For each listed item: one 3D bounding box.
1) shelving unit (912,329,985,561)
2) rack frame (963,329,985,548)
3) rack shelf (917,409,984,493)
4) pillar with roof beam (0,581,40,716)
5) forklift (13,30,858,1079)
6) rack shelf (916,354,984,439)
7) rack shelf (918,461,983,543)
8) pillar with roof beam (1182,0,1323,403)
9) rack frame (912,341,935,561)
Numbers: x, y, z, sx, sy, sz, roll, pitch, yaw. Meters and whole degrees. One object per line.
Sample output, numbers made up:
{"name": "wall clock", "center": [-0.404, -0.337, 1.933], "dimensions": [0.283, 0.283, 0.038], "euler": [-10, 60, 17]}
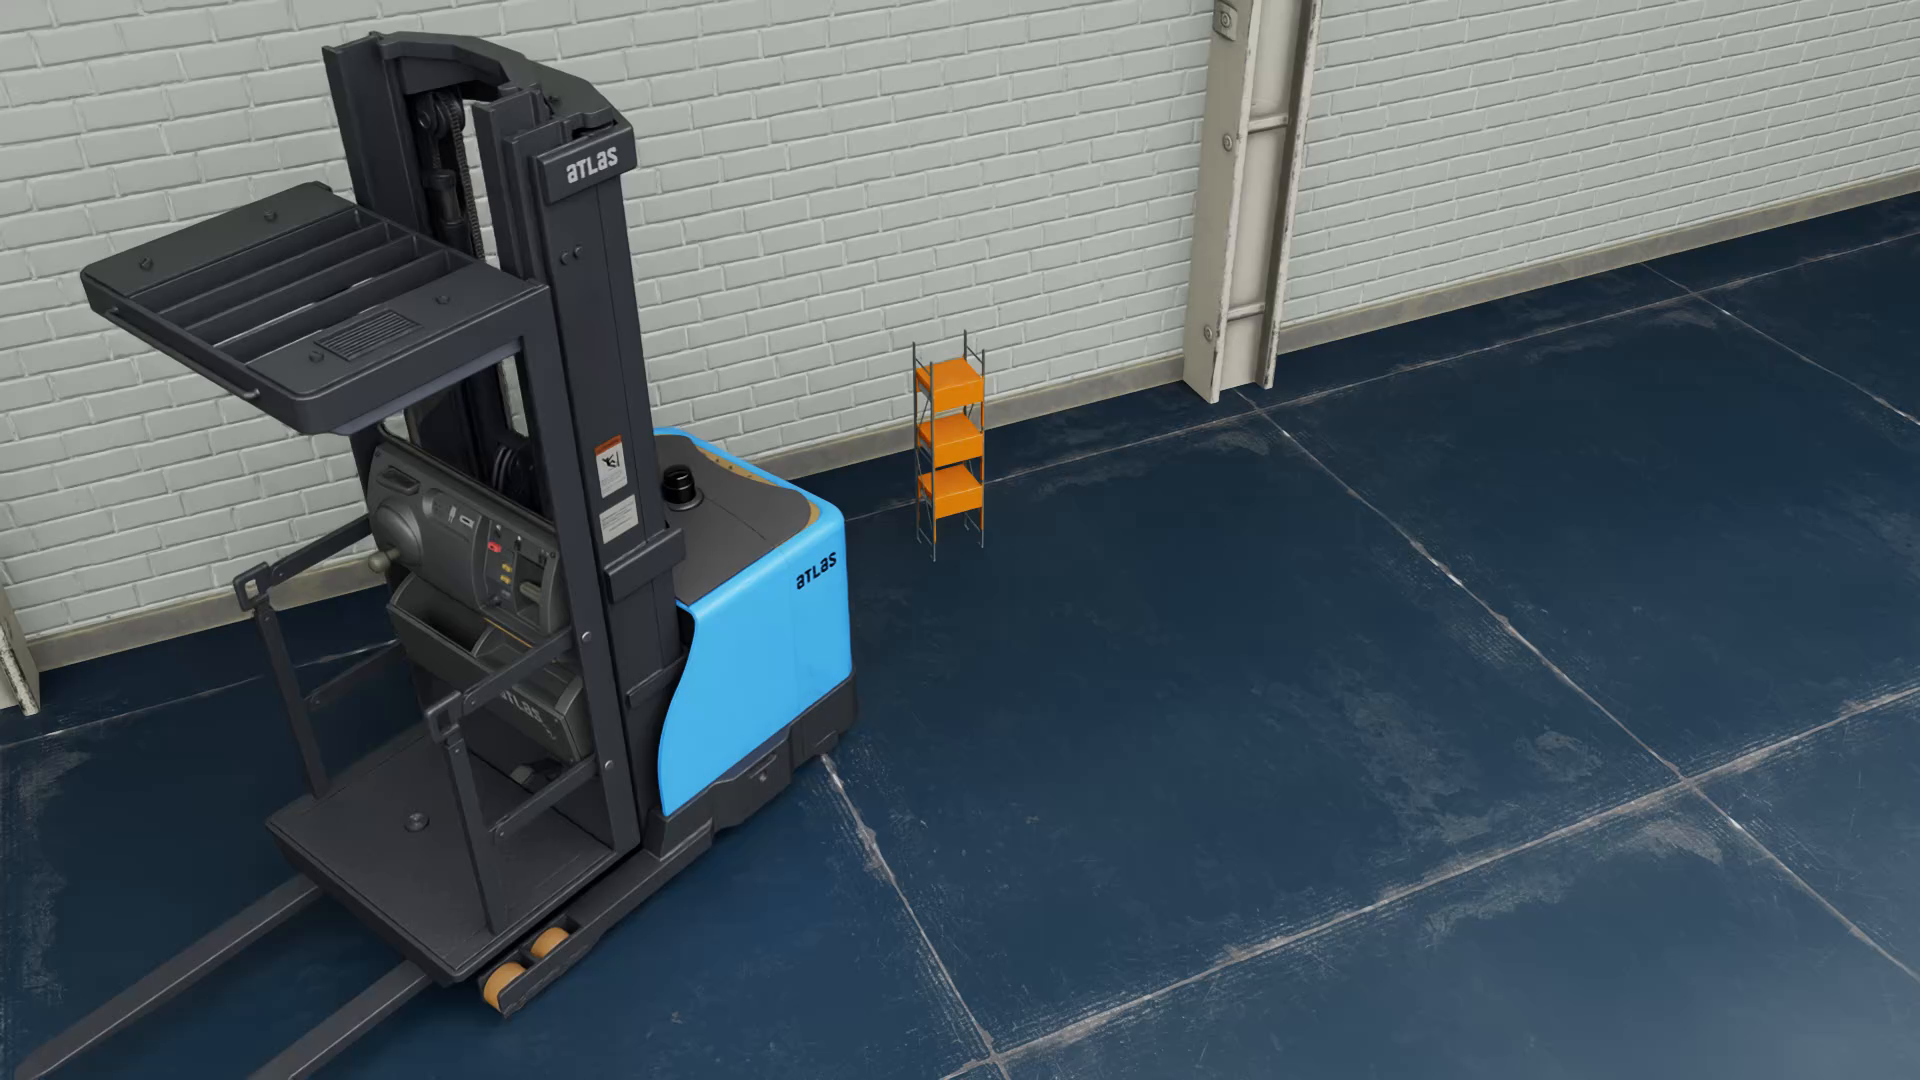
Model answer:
{"name": "shelving unit", "center": [-0.048, -0.408, 7.419], "dimensions": [0.252, 1.050, 0.215], "euler": [-16, 39, -20]}
{"name": "rack frame", "center": [0.062, -0.439, 7.461], "dimensions": [0.008, 1.050, 0.200], "euler": [-16, 39, -20]}
{"name": "rack shelf", "center": [-0.048, -0.400, 7.425], "dimensions": [0.240, 0.259, 0.215], "euler": [-16, 39, -20]}
{"name": "pillar with roof beam", "center": [-2.179, -0.621, 1.033], "dimensions": [0.400, 9.000, 9.100], "euler": [-16, 39, -20]}
{"name": "forklift", "center": [-1.725, 0.076, 5.187], "dimensions": [1.130, 2.935, 3.031], "euler": [26, 44, 30]}
{"name": "rack shelf", "center": [-0.048, -0.628, 7.256], "dimensions": [0.240, 0.259, 0.215], "euler": [-16, 39, -20]}
{"name": "rack shelf", "center": [-0.048, -0.176, 7.591], "dimensions": [0.240, 0.259, 0.215], "euler": [-16, 39, -20]}
{"name": "pillar with roof beam", "center": [3.253, -2.140, 3.081], "dimensions": [0.400, 9.000, 9.100], "euler": [-16, 39, -20]}
{"name": "rack frame", "center": [-0.159, -0.377, 7.377], "dimensions": [0.008, 1.050, 0.200], "euler": [-16, 39, -20]}
